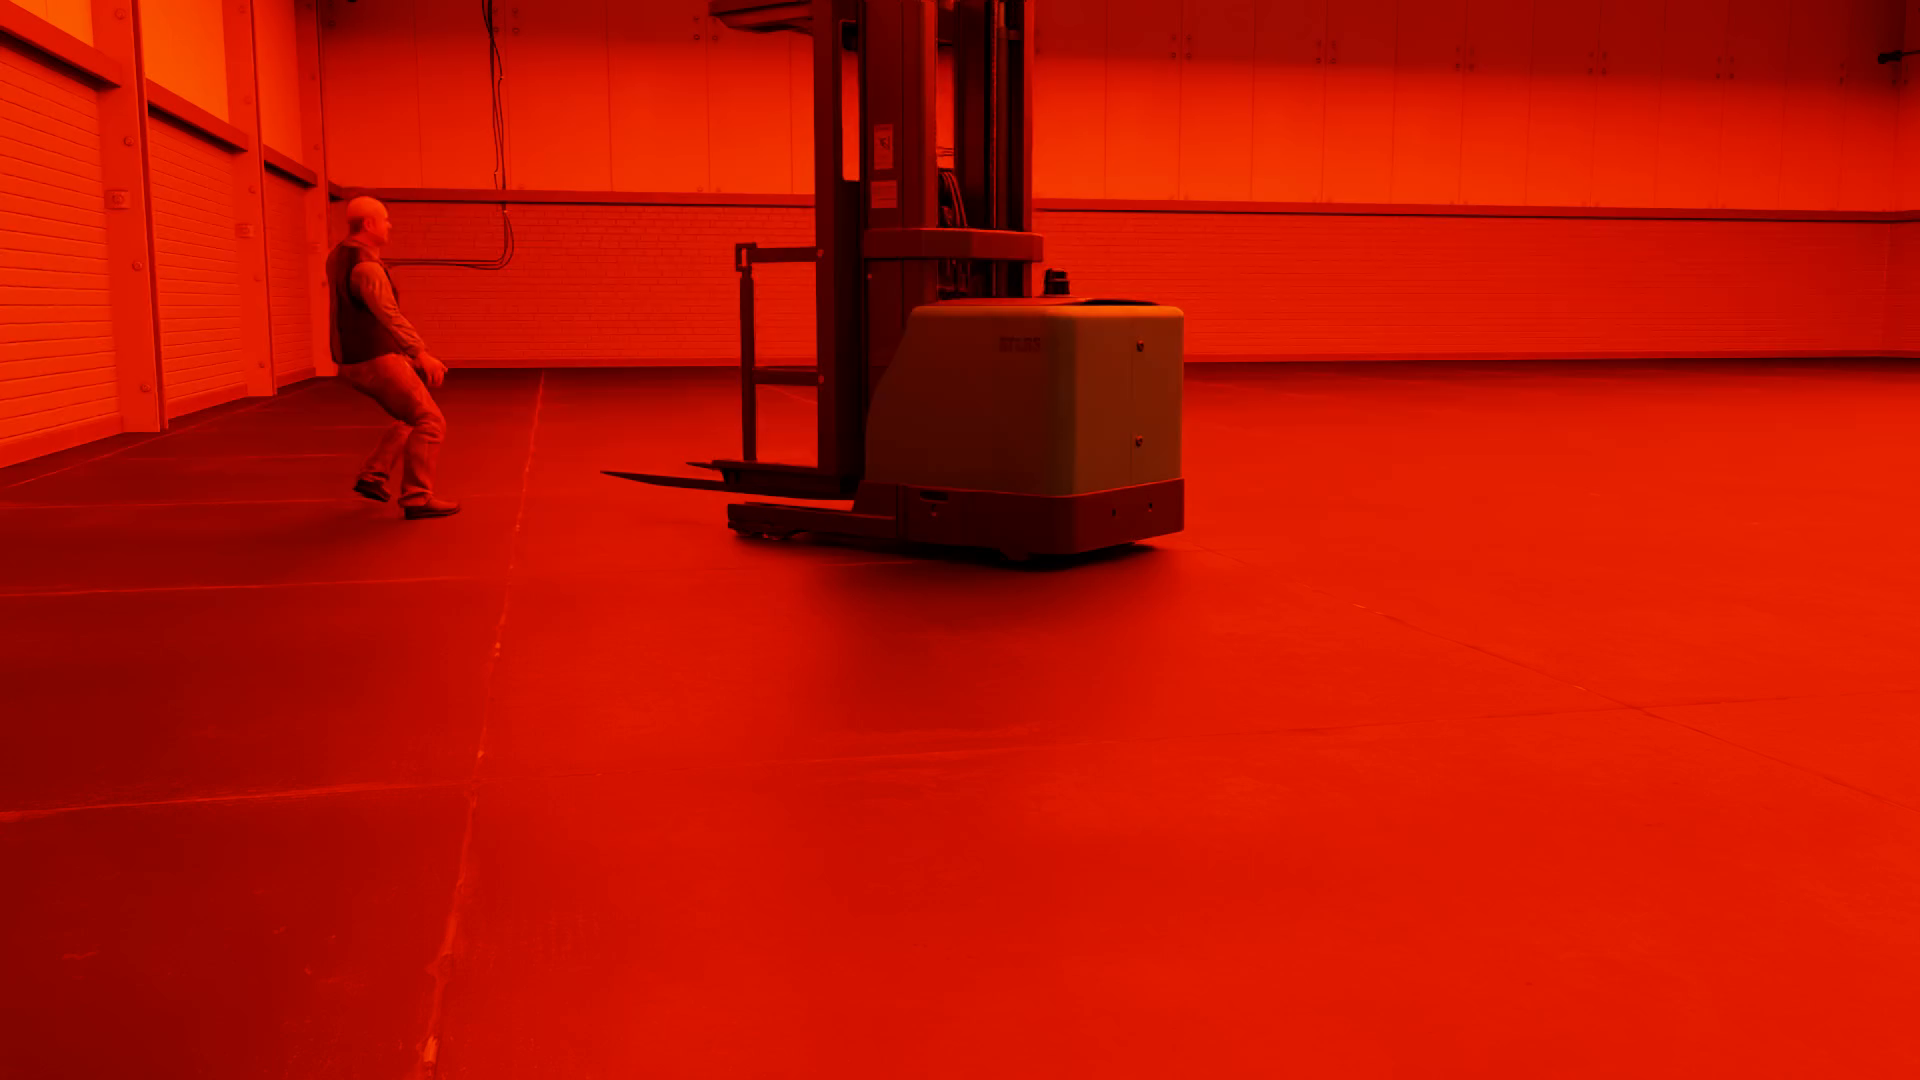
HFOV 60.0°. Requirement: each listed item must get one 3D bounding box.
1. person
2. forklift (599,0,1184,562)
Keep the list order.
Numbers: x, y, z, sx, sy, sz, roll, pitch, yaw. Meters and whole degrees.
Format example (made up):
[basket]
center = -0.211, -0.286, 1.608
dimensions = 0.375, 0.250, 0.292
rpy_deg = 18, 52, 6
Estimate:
[person]
center = -2.936, -0.937, 8.569
dimensions = 0.529, 1.626, 0.805
rpy_deg = -5, 10, -34
[forklift]
center = -0.472, -1.498, 7.838
dimensions = 3.031, 2.935, 1.130
rpy_deg = 6, 10, 37
